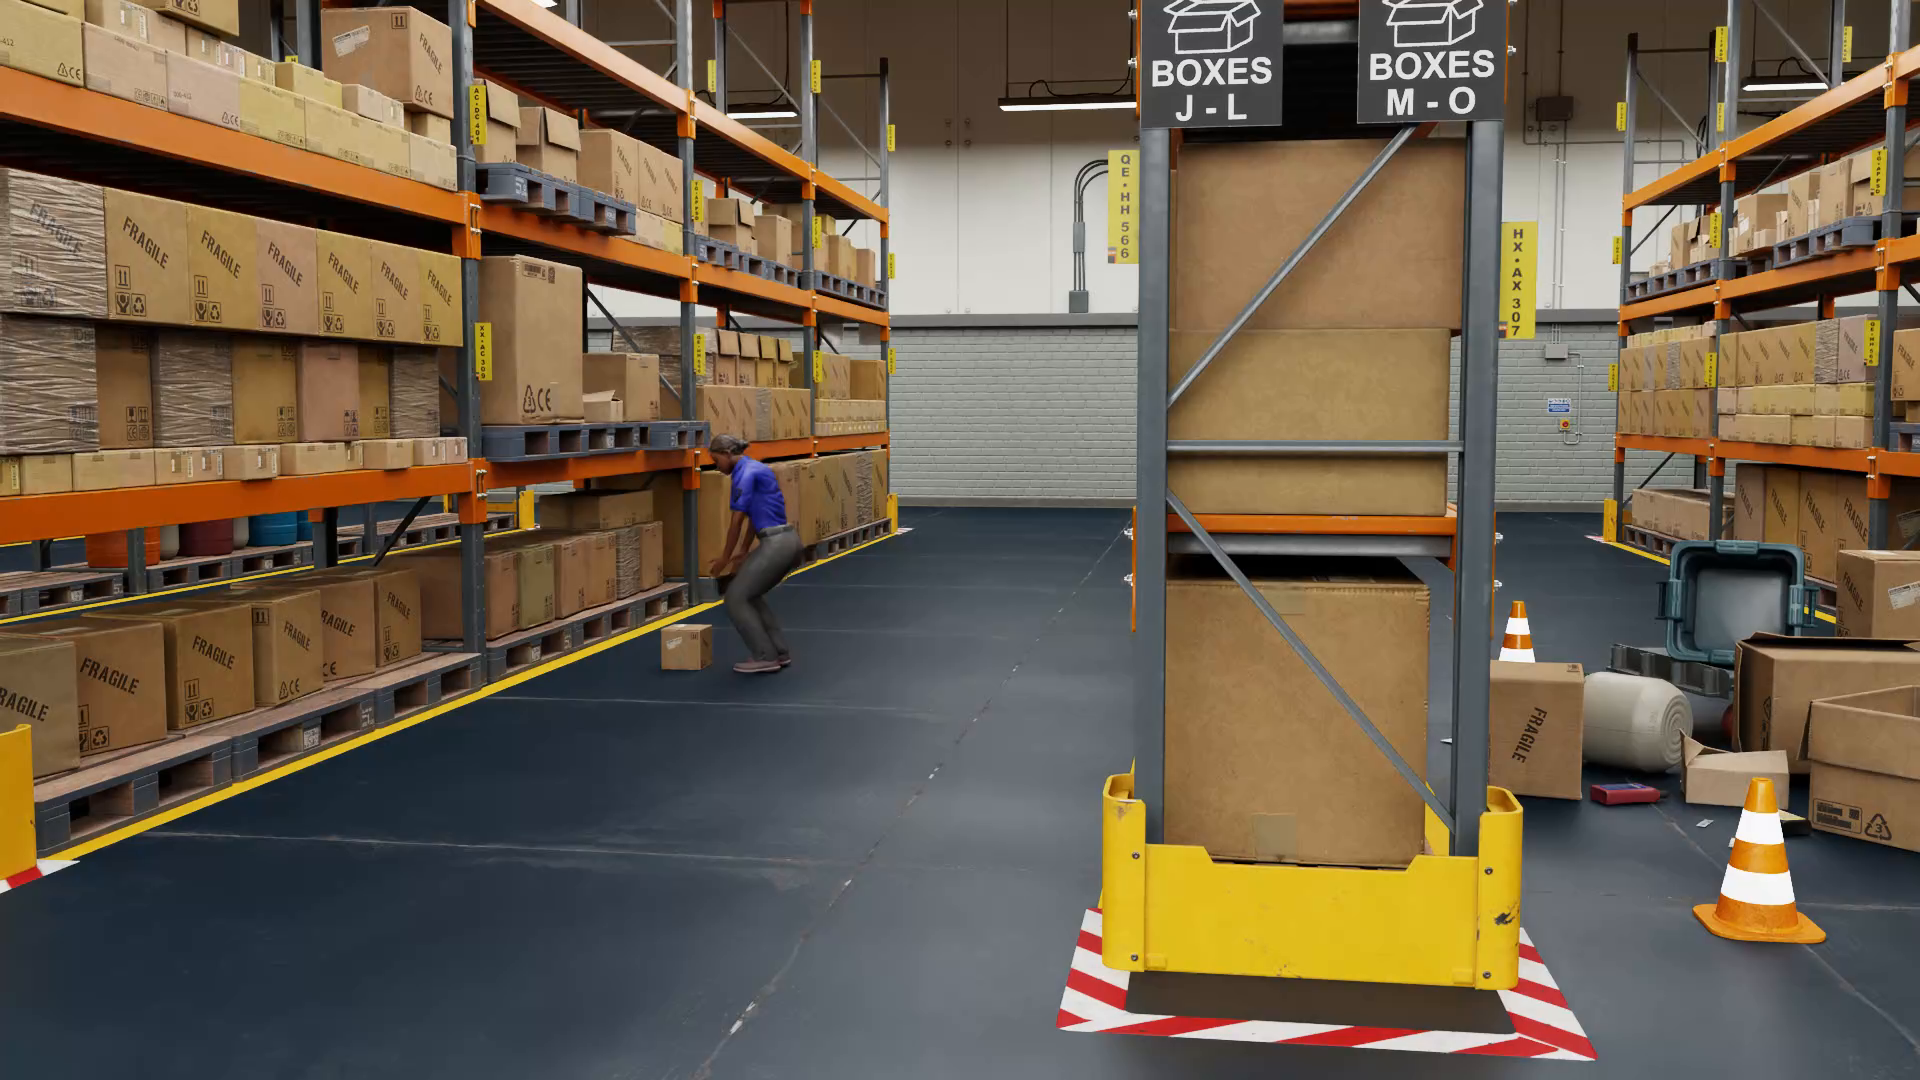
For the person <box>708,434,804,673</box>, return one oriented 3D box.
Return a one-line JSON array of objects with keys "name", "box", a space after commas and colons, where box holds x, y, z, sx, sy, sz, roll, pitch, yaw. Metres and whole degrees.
[{"name": "person", "box": [-1.260, 0.080, 10.227, 0.556, 1.465, 0.490, 1, 5, 9]}]
